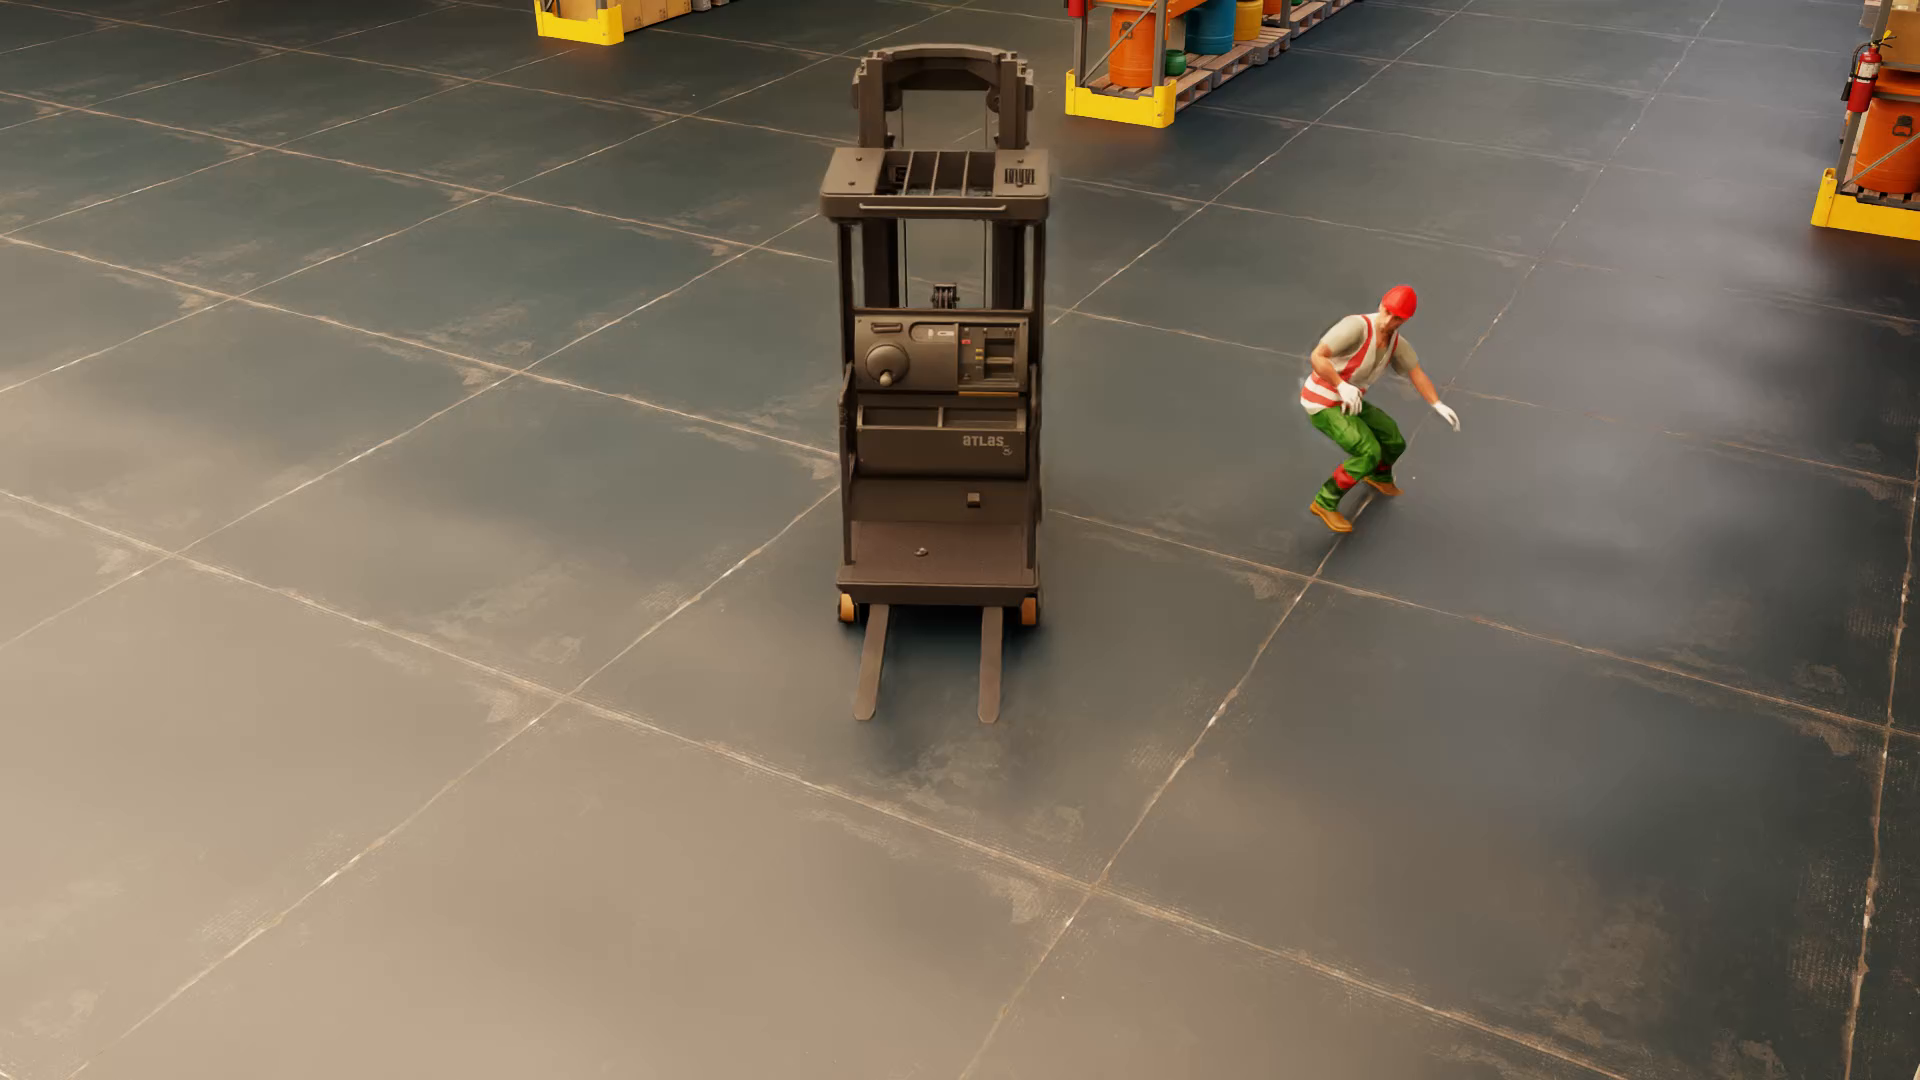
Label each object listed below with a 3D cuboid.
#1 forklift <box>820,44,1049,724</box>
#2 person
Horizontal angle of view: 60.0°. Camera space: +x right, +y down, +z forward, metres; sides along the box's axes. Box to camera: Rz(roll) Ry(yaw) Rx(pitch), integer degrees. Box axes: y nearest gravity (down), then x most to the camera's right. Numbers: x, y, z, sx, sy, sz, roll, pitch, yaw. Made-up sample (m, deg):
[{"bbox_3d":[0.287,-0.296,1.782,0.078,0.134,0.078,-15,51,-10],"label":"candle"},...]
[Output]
[{"bbox_3d":[-0.105,-0.955,8.726,1.130,2.935,3.031,1,30,2],"label":"forklift"},{"bbox_3d":[2.484,-0.794,9.927,0.898,1.539,0.775,-27,39,-38],"label":"person"}]
